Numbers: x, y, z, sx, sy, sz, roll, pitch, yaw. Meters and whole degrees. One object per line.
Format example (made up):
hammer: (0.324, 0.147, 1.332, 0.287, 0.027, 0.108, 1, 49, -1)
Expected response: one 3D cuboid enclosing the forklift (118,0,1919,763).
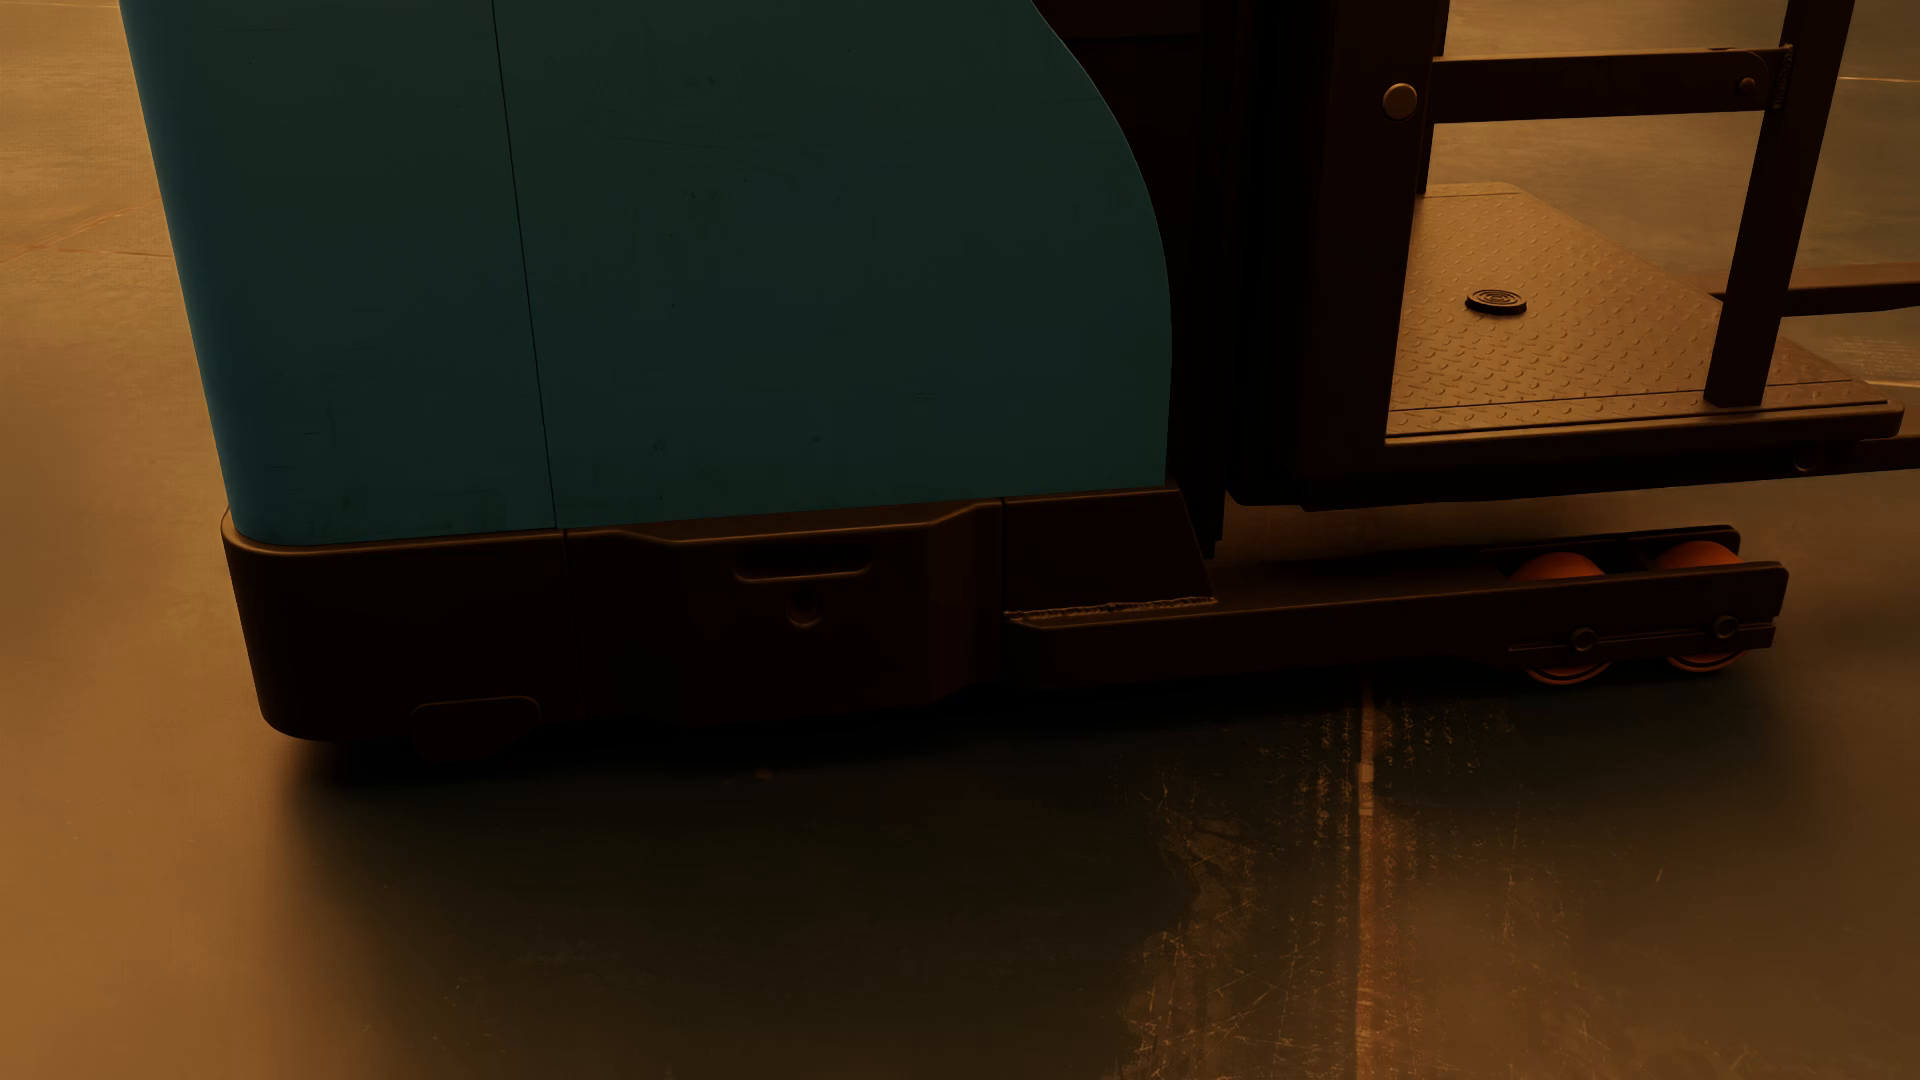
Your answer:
forklift: (0.600, -1.354, 1.930, 3.031, 2.935, 1.130, -4, 27, -9)
